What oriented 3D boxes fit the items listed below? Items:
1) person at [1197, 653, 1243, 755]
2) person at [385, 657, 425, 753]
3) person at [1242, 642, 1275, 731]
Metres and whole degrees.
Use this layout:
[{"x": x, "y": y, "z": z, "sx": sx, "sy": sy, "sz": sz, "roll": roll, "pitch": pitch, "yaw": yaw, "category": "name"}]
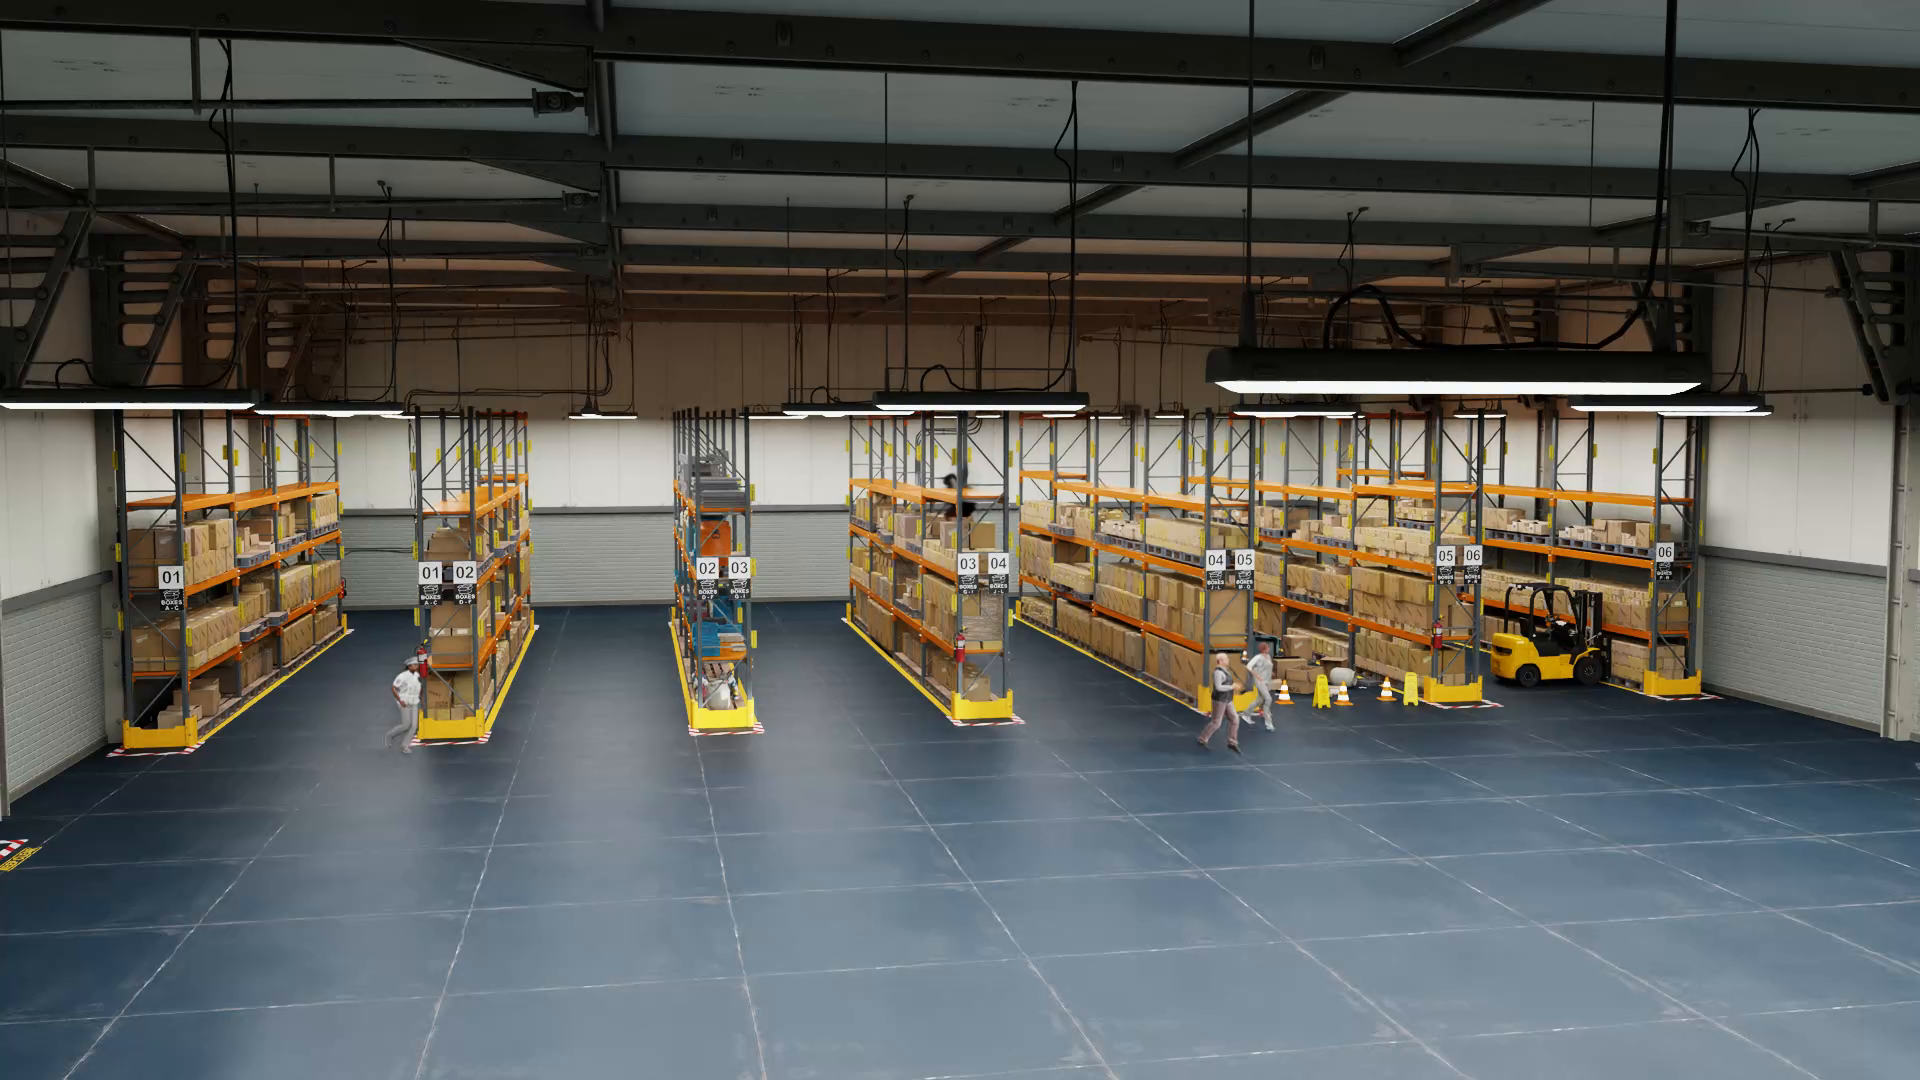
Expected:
[{"x": 4.492, "y": 2.829, "z": 28.664, "sx": 0.801, "sy": 1.784, "sz": 0.643, "roll": 2, "pitch": 5, "yaw": 28, "category": "person"}, {"x": -9.629, "y": 2.855, "z": 28.955, "sx": 0.558, "sy": 1.632, "sz": 0.657, "roll": 2, "pitch": 5, "yaw": 28, "category": "person"}, {"x": 5.635, "y": 2.720, "z": 31.113, "sx": 0.699, "sy": 1.648, "sz": 0.569, "roll": 3, "pitch": 5, "yaw": 37, "category": "person"}]
